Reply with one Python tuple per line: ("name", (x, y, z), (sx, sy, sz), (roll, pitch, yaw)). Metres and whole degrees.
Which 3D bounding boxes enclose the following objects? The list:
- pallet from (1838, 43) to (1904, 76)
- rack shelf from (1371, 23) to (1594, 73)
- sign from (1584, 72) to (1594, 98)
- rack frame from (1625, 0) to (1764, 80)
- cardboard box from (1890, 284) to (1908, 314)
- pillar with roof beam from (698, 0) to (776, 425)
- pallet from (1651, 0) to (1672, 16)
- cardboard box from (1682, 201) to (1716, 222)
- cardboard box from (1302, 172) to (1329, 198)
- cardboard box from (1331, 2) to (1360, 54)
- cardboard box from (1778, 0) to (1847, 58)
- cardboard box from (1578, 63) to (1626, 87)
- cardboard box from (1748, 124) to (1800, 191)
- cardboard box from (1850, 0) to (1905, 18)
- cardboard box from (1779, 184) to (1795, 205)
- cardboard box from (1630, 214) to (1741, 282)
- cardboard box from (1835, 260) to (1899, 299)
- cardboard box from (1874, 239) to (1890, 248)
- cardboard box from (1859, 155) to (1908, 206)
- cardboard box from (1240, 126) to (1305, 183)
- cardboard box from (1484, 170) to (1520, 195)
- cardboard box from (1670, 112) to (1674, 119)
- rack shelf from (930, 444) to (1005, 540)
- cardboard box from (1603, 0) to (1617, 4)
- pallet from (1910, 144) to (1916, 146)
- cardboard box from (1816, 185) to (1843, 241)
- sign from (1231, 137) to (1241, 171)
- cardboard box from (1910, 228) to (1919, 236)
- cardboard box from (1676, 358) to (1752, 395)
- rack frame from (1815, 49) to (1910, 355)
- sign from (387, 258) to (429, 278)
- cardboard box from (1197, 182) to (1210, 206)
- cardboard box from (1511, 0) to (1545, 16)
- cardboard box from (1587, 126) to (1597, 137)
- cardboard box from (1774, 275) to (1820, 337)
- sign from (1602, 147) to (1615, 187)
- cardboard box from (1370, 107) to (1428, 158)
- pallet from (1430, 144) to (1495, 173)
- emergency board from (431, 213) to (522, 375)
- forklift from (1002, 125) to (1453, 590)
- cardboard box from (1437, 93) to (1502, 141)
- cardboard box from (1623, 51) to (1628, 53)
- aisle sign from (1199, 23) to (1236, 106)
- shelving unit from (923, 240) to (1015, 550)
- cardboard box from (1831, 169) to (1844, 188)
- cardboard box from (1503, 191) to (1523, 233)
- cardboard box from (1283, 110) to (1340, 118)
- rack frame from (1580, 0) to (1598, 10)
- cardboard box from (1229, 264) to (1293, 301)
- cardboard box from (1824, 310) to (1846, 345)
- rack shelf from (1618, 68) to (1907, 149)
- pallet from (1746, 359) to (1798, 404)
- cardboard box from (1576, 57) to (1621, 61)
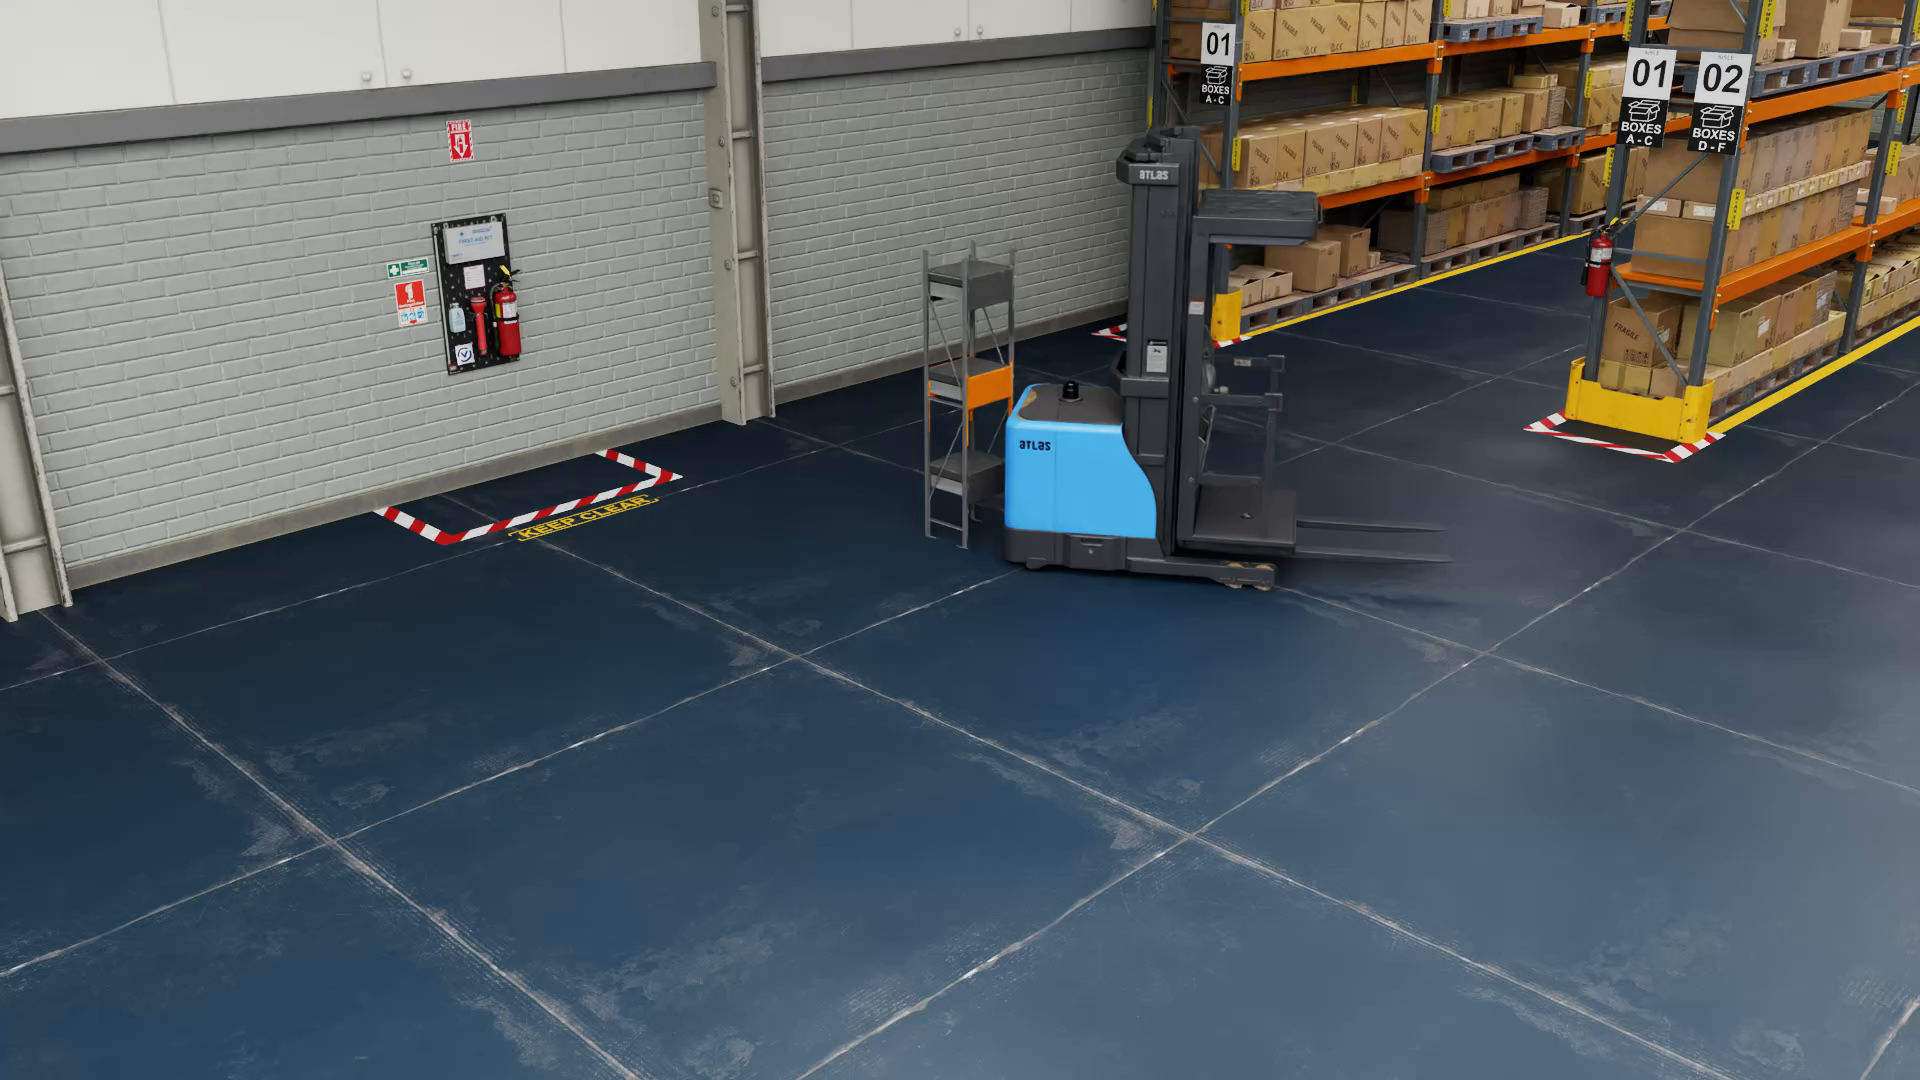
("pallet", (8.178, -4.571, 15.728), (1.003, 0.211, 1.213), (19, 28, 41))
("rack shelf", (6.598, -6.255, 20.990), (1.077, 0.370, 4.000), (19, 28, 41))
("sign", (8.389, -6.075, 22.196), (0.100, 0.325, 0.005), (19, 28, 41))
("rack frame", (5.964, -5.210, 13.086), (1.000, 3.000, 0.127), (19, 28, 41))
("cardboard box", (9.930, -2.657, 18.054), (0.500, 0.250, 0.500), (18, 28, 39))
("pillar with roof beam", (1.180, -4.225, 10.525), (9.100, 9.000, 0.400), (19, 28, 41))
("pallet", (10.179, -7.796, 24.262), (0.805, 0.209, 1.217), (18, 27, 39))
("cardboard box", (6.392, -2.806, 14.151), (0.380, 0.149, 0.250), (19, 28, 40))
("cardboard box", (3.692, -3.900, 18.222), (0.500, 0.250, 0.500), (19, 28, 40))
("cardboard box", (3.943, -5.535, 17.945), (0.500, 0.500, 0.500), (-18, 27, -39))
("cardboard box", (7.319, -4.476, 14.439), (0.500, 0.500, 0.500), (19, 28, 41))
("cardboard box", (8.869, -6.440, 23.023), (0.500, 0.250, 0.500), (19, 28, 40))
("cardboard box", (7.050, -3.459, 14.944), (0.700, 0.500, 0.500), (19, 28, 41))
("cardboard box", (9.213, -5.463, 16.504), (0.500, 0.500, 0.500), (20, 29, 41))
("cardboard box", (7.289, -3.138, 15.013), (0.380, 0.149, 0.250), (19, 28, 40))
("cardboard box", (6.299, -2.573, 14.449), (0.700, 0.500, 0.500), (19, 28, 41))
("cardboard box", (9.574, -2.783, 17.601), (0.500, 0.311, 0.500), (19, 28, 40))
("cardboard box", (10.251, -3.312, 18.975), (0.500, 0.311, 0.500), (18, 28, 39))
("cardboard box", (9.670, -3.813, 17.675), (0.500, 0.500, 0.500), (-18, 27, -38))
("cardboard box", (3.313, -4.110, 17.722), (0.500, 0.500, 0.500), (19, 28, 41))
("cardboard box", (7.086, -4.765, 22.115), (0.500, 0.250, 0.500), (-20, 28, -41))
("cardboard box", (10.379, -6.341, 24.714), (0.250, 0.149, 0.380), (-19, 28, -40))
("rack shelf", (0.064, -0.357, 12.066), (0.431, 0.518, 0.480), (18, 28, 39))
("cardboard box", (8.622, -7.645, 22.852), (0.700, 0.500, 0.500), (17, 27, 38))
("pallet", (11.968, -4.568, 20.047), (1.213, 0.211, 1.003), (19, 28, 41))
("cardboard box", (8.086, -3.232, 16.162), (0.700, 0.500, 0.500), (19, 28, 40))
("sign", (2.801, -3.917, 16.877), (0.100, 0.325, 0.005), (19, 28, 41))
("cardboard box", (11.356, -3.444, 19.320), (0.500, 0.311, 0.500), (-19, 28, -41))
("cardboard box", (6.844, -1.534, 15.131), (0.500, 0.250, 0.500), (19, 28, 41))
("rack frame", (8.755, -3.438, 16.838), (1.000, 3.000, 0.127), (19, 28, 41))
("sign", (-4.106, -2.024, 12.370), (0.001, 0.109, 0.331), (19, 28, 41))
("cardboard box", (2.600, -3.756, 17.848), (0.500, 0.250, 0.500), (-20, 28, -41))
("cardboard box", (7.022, -6.853, 21.369), (0.637, 0.503, 0.797), (-15, 26, -35))
("cardboard box", (8.571, -5.686, 23.010), (0.250, 0.149, 0.380), (-20, 29, -41))
("cardboard box", (7.884, -2.271, 16.005), (0.500, 0.500, 0.500), (19, 28, 41))
("sign", (5.585, -3.200, 14.275), (0.100, 0.325, 0.005), (19, 28, 41))
("cardboard box", (5.095, -4.767, 19.432), (0.500, 0.500, 0.500), (19, 28, 41))
("pallet", (5.840, -4.747, 20.512), (1.003, 0.211, 1.213), (19, 28, 41))
("emergency board", (-3.656, -1.877, 12.777), (0.194, 1.169, 0.643), (19, 28, 41))
("forklift", (1.862, -1.238, 11.210), (3.031, 2.935, 1.130), (4, 21, 10))
("cardboard box", (6.414, -5.370, 21.112), (0.500, 0.500, 0.700), (-16, 26, -35))
("cardboard box", (10.276, -7.225, 25.064), (0.500, 0.250, 0.500), (-19, 28, -40))
("aisle sign", (2.577, -4.768, 16.676), (0.394, 0.787, 0.004), (19, 28, 41))
("shelving unit", (0.063, -1.023, 11.809), (0.431, 2.100, 0.503), (18, 28, 39))
("cardboard box", (8.181, -3.465, 15.865), (0.380, 0.149, 0.250), (19, 28, 41))
("cardboard box", (7.086, -4.442, 22.322), (0.700, 0.500, 0.500), (19, 28, 41))
("cardboard box", (4.010, -4.639, 19.098), (0.500, 0.500, 0.500), (-19, 28, -41))
("rack frame", (7.993, -8.505, 21.660), (1.000, 3.000, 0.127), (19, 28, 41))
("cardboard box", (3.357, -2.901, 18.575), (0.500, 0.311, 0.500), (-17, 27, -38))
("cardboard box", (8.588, -2.177, 16.803), (0.500, 0.250, 0.500), (19, 28, 41))
("rack shelf", (7.359, -3.988, 15.091), (1.077, 0.370, 4.000), (19, 28, 41))
("pallet", (7.319, -1.627, 16.014), (1.003, 0.211, 1.213), (19, 28, 41))
("cardboard box", (9.203, -6.826, 24.025), (0.500, 0.250, 0.500), (18, 28, 39))
